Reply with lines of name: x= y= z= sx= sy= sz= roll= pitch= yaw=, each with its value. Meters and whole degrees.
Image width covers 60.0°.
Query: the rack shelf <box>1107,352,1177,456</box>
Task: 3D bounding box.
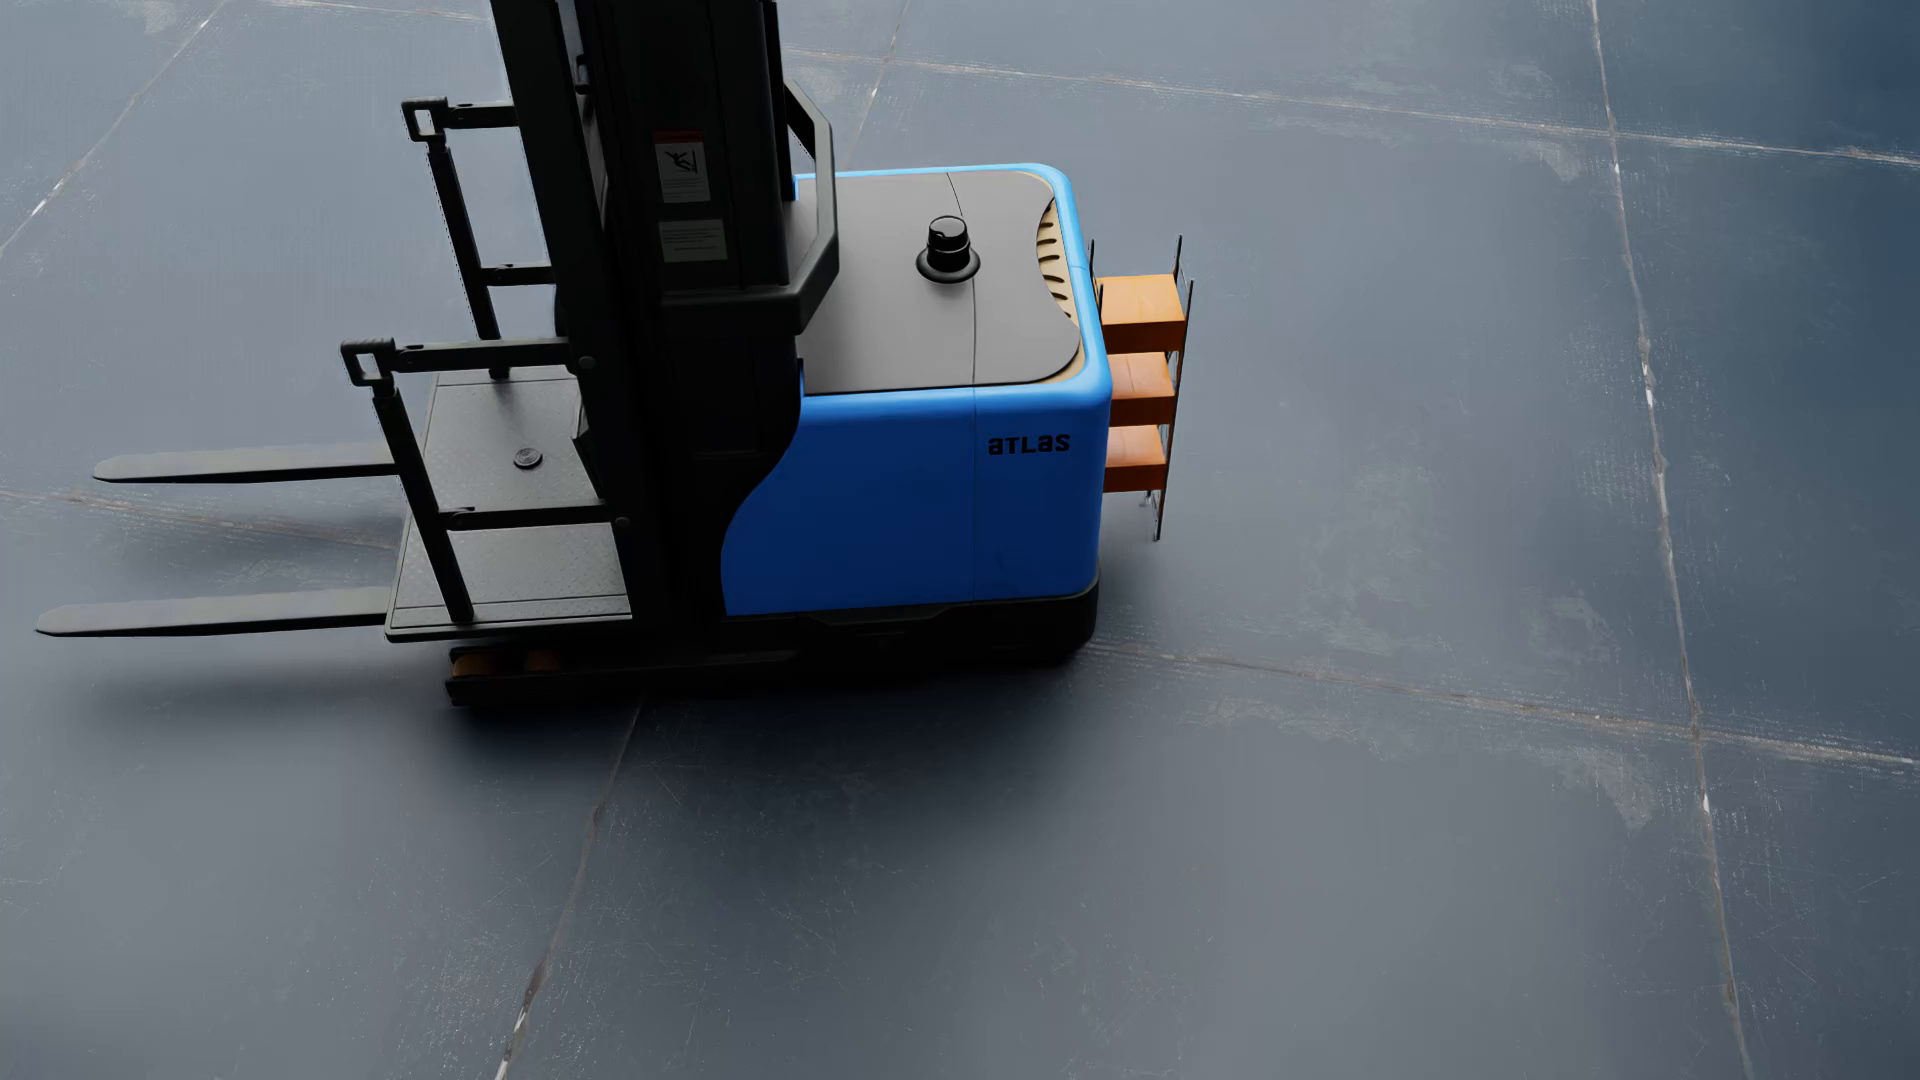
rack shelf: x=0.495 y=-0.407 z=4.925 sx=0.240 sy=0.259 sz=0.215 roll=-3 pitch=48 yaw=-3

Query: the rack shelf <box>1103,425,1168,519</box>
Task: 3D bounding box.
rack shelf: x=0.495 y=-0.222 z=5.131 sx=0.240 sy=0.259 sz=0.215 roll=-3 pitch=48 yaw=-3

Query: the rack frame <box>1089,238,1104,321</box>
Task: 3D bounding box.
rack frame: x=0.374 y=-0.407 z=4.910 sx=0.008 sy=1.050 sz=0.200 roll=-3 pitch=48 yaw=-3

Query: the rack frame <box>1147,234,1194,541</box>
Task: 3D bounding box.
rack frame: x=0.617 y=-0.422 z=4.923 sx=0.008 sy=1.050 sz=0.200 roll=-3 pitch=48 yaw=-3

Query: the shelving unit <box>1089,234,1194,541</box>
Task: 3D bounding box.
shelving unit: x=0.495 y=-0.415 z=4.917 sx=0.252 sy=1.050 sz=0.215 roll=-3 pitch=48 yaw=-3

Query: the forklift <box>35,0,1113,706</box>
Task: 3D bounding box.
forklift: x=-1.143 y=-0.911 z=4.098 sx=3.031 sy=2.935 sz=1.130 roll=-3 pitch=48 yaw=-3

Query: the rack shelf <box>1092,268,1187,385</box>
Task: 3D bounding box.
rack shelf: x=0.495 y=-0.597 z=4.713 sx=0.240 sy=0.259 sz=0.215 roll=-3 pitch=48 yaw=-3
